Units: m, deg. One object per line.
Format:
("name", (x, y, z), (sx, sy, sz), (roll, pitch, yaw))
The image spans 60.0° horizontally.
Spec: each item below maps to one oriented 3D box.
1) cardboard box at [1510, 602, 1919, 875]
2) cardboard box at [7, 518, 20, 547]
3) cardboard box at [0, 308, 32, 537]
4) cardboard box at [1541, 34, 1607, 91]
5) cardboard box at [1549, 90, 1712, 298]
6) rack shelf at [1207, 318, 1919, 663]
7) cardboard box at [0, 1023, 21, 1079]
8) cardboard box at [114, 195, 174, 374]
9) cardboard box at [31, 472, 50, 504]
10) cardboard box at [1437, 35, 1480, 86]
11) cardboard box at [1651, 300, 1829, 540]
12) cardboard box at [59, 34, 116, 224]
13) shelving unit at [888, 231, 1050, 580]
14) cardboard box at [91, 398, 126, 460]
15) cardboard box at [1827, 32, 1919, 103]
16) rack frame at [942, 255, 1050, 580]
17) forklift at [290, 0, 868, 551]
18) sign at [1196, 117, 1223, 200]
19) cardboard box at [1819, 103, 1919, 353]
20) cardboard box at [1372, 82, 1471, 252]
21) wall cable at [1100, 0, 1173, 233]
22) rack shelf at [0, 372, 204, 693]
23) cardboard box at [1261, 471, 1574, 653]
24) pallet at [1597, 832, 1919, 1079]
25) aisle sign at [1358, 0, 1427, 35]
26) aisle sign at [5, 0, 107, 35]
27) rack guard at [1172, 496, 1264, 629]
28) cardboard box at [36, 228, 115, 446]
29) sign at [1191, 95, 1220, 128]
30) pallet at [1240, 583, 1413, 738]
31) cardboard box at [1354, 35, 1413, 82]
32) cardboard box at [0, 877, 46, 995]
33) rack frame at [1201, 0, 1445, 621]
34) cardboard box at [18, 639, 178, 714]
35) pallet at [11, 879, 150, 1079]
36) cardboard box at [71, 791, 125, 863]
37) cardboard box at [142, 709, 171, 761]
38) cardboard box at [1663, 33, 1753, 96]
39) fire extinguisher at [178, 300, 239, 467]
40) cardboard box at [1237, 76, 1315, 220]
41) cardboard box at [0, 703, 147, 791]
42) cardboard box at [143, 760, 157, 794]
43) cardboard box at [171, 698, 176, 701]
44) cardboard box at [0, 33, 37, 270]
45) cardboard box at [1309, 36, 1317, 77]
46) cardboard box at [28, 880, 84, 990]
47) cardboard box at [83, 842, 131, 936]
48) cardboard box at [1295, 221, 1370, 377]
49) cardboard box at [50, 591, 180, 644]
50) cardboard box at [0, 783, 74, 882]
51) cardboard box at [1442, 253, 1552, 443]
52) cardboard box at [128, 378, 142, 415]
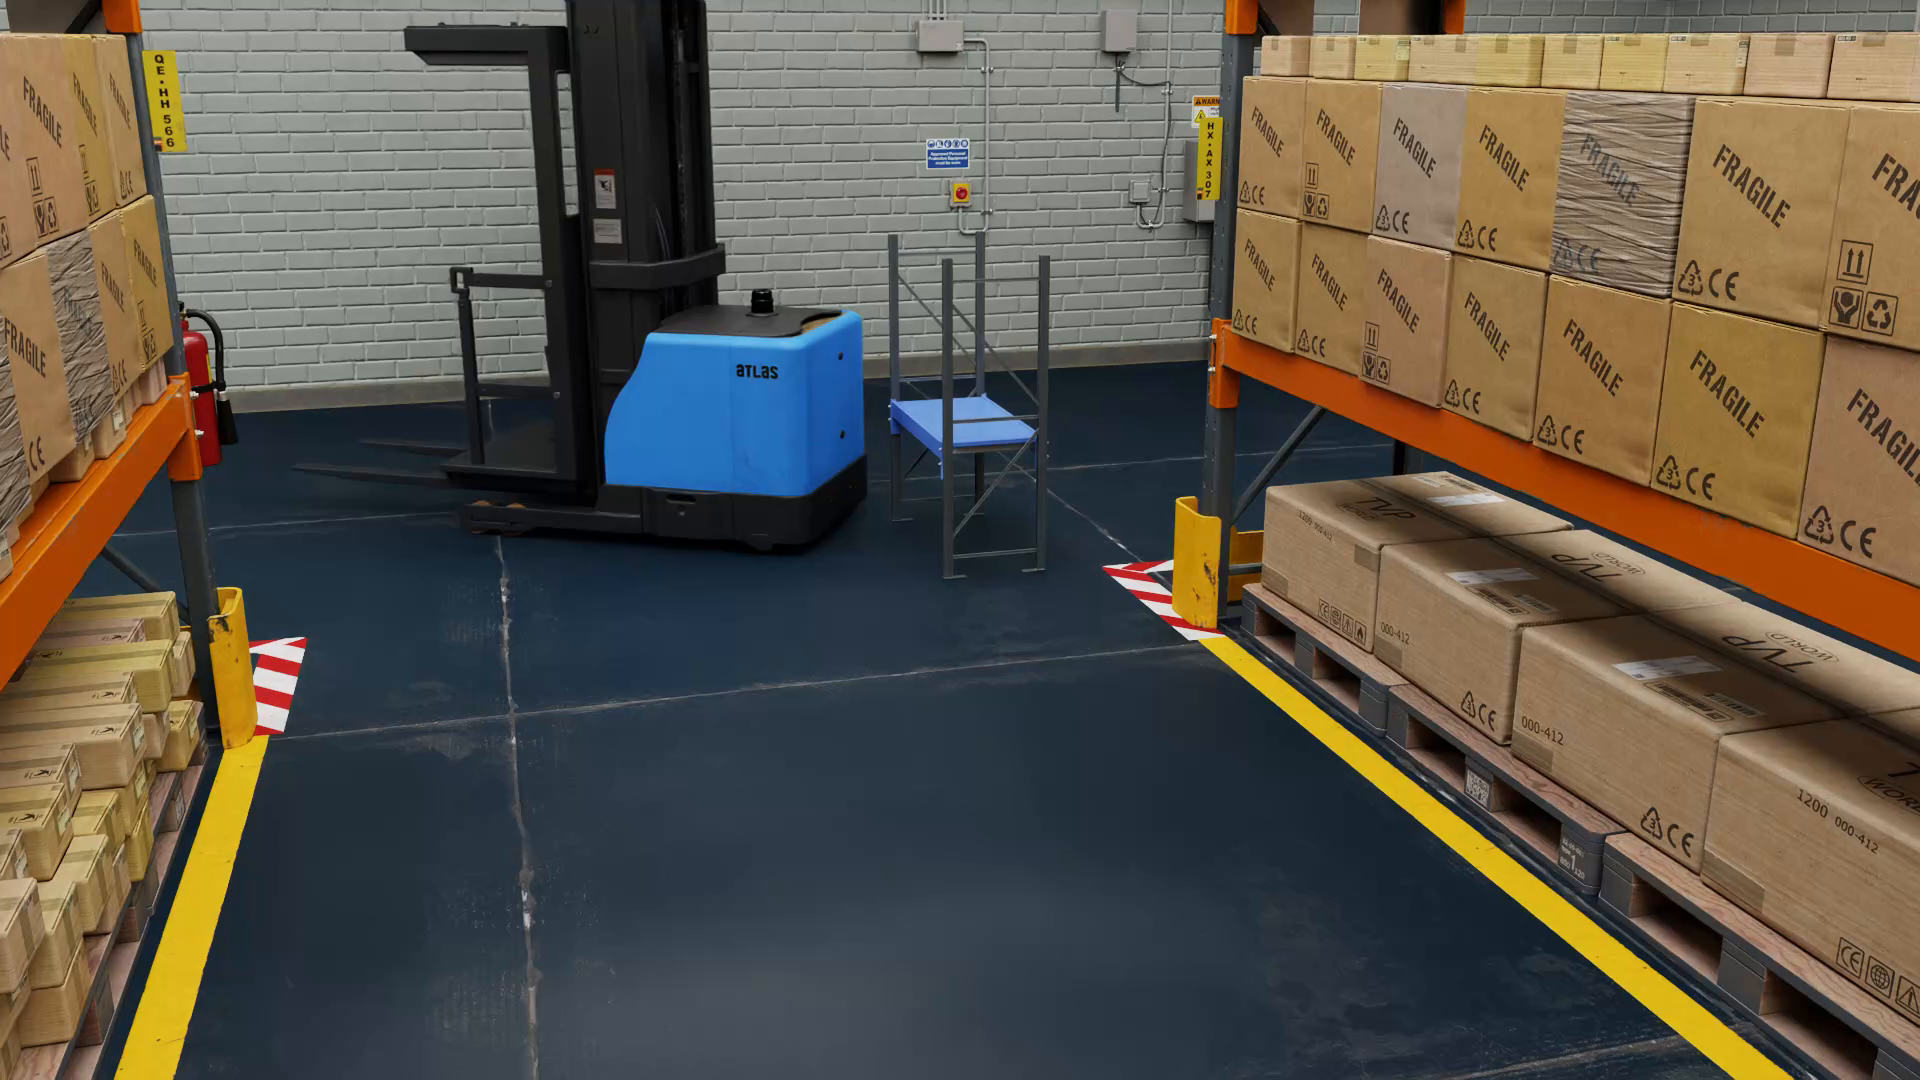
("cardboard box", (2.330, 0.568, 5.070), (0.875, 0.438, 0.875), (-5, 17, -17))
("cardboard box", (-2.376, -0.024, 3.753), (0.380, 0.149, 0.250), (-4, 17, -13))
("cardboard box", (-2.226, -0.235, 3.328), (0.500, 0.500, 0.500), (-5, 17, -16))
("cardboard box", (1.883, -1.351, 4.696), (0.380, 0.149, 0.250), (-5, 17, -15))
("cardboard box", (1.970, -0.945, 4.471), (0.500, 0.500, 0.500), (-4, 17, -15))
("rack shelf", (2.096, -0.237, 5.277), (1.077, 0.370, 4.000), (-5, 17, -15))
("cardboard box", (-2.294, 1.153, 3.625), (0.380, 0.149, 0.250), (-5, 18, -18))
("cardboard box", (-2.814, -0.802, 5.216), (0.500, 0.500, 0.500), (-4, 17, -14))
("cardboard box", (-2.554, -0.164, 4.220), (0.380, 0.149, 0.250), (-5, 18, -18))
("cardboard box", (1.720, -1.492, 5.165), (0.380, 0.149, 0.250), (-5, 17, -15))
("cardboard box", (2.126, -0.326, 4.149), (0.500, 0.500, 0.500), (-5, 17, -17))
("cardboard box", (-2.681, -1.137, 4.596), (0.500, 0.500, 0.500), (-5, 18, -17))
("shelving unit", (0.023, -0.695, 8.158), (0.538, 1.500, 1.048), (-5, 17, -15))
("cardboard box", (-2.615, -0.318, 4.735), (0.380, 0.149, 0.250), (-4, 17, -14))
("cardboard box", (2.228, -1.077, 3.783), (0.380, 0.149, 0.250), (-5, 17, -15))
("rack frame", (0.163, -0.554, 7.690), (0.500, 1.500, 0.032), (-5, 17, -15))
("forklift", (-2.074, -1.563, 8.562), (3.031, 2.935, 1.130), (4, 17, 14))
("sign", (1.011, -1.545, 6.739), (0.100, 0.325, 0.005), (-5, 17, -15))
("cardboard box", (2.251, -0.664, 3.535), (0.500, 0.500, 0.500), (-5, 17, -16))
("cardboard box", (1.702, -1.222, 5.394), (0.500, 0.500, 0.500), (-5, 17, -16))
("wall cable", (1.335, -3.294, 12.439), (0.588, 1.984, 0.122), (-5, 17, -15))
("rack shelf", (-2.635, 0.183, 3.881), (1.077, 0.370, 4.000), (-5, 17, -15))
("cardboard box", (1.824, 0.066, 6.742), (0.875, 0.438, 0.875), (-5, 18, -17))
("pallet", (2.512, 1.091, 4.454), (1.003, 0.211, 1.213), (-5, 17, -15))
("aisle sign", (1.825, -2.424, 6.789), (0.394, 0.787, 0.004), (-5, 17, -15))
("aisle sign", (-2.917, -2.004, 5.391), (0.394, 0.787, 0.004), (-5, 17, -15))
("rack guard", (1.540, 0.056, 7.397), (1.175, 0.500, 0.348), (-5, 17, -15))
("cardboard box", (-2.529, -0.519, 4.276), (0.500, 0.500, 0.500), (-5, 17, -15))
("sign", (1.924, -3.267, 12.677), (0.339, 0.242, 0.001), (-5, 17, -15))
("pallet", (1.842, 0.416, 6.700), (1.003, 0.211, 1.213), (-5, 17, -15))
("cardboard box", (1.569, -1.633, 5.634), (0.380, 0.149, 0.250), (-5, 18, -17))
("cardboard box", (-2.202, 0.865, 3.551), (0.380, 0.149, 0.250), (-4, 17, -14))
("rack frame", (1.547, -1.135, 7.015), (1.000, 3.000, 0.127), (-5, 17, -15))
("cardboard box", (-2.589, 0.426, 5.011), (0.380, 0.149, 0.250), (-5, 17, -16))
("pallet", (-2.643, 1.206, 4.072), (1.003, 0.211, 1.213), (-5, 17, -15))
("cardboard box", (-2.414, 0.788, 4.323), (0.380, 0.149, 0.250), (-4, 17, -12))
("cardboard box", (-2.621, 0.574, 5.037), (0.380, 0.149, 0.250), (-5, 18, -18))
("cardboard box", (2.038, -1.212, 4.233), (0.380, 0.149, 0.250), (-5, 17, -16))
("fire extinguisher", (-2.810, -0.606, 6.037), (0.296, 0.674, 0.183), (-5, 17, -15))
("cardboard box", (1.405, -1.506, 6.340), (0.500, 0.500, 0.500), (-5, 17, -16))
("cardboard box", (-2.451, 0.573, 4.523), (0.380, 0.149, 0.250), (-4, 17, -13))
("cardboard box", (-2.682, 0.721, 5.063), (0.380, 0.149, 0.250), (-5, 17, -16))
("cardboard box", (-2.840, 0.578, 5.539), (0.380, 0.149, 0.250), (-4, 17, -14))
("cardboard box", (-2.381, -0.848, 3.633), (0.500, 0.500, 0.500), (-5, 18, -17))
("cardboard box", (1.519, -1.785, 6.141), (0.380, 0.149, 0.250), (-4, 17, -14))
("cardboard box", (-2.268, 0.932, 3.843), (0.380, 0.149, 0.250), (-5, 17, -16))
("cardboard box", (-2.415, 0.931, 4.364), (0.380, 0.149, 0.250), (-4, 17, -14))
("cardboard box", (1.568, -0.889, 6.025), (0.500, 0.500, 0.500), (-5, 17, -16))
("cardboard box", (-2.796, 0.290, 5.462), (0.380, 0.149, 0.250), (-4, 17, -15))
("cardboard box", (-2.386, 0.725, 4.017), (0.380, 0.149, 0.250), (-5, 17, -15))
("cardboard box", (1.845, -0.610, 5.095), (0.500, 0.500, 0.500), (-4, 17, -13))
("cardboard box", (-2.791, -0.455, 5.191), (0.380, 0.149, 0.250), (-5, 17, -15))
